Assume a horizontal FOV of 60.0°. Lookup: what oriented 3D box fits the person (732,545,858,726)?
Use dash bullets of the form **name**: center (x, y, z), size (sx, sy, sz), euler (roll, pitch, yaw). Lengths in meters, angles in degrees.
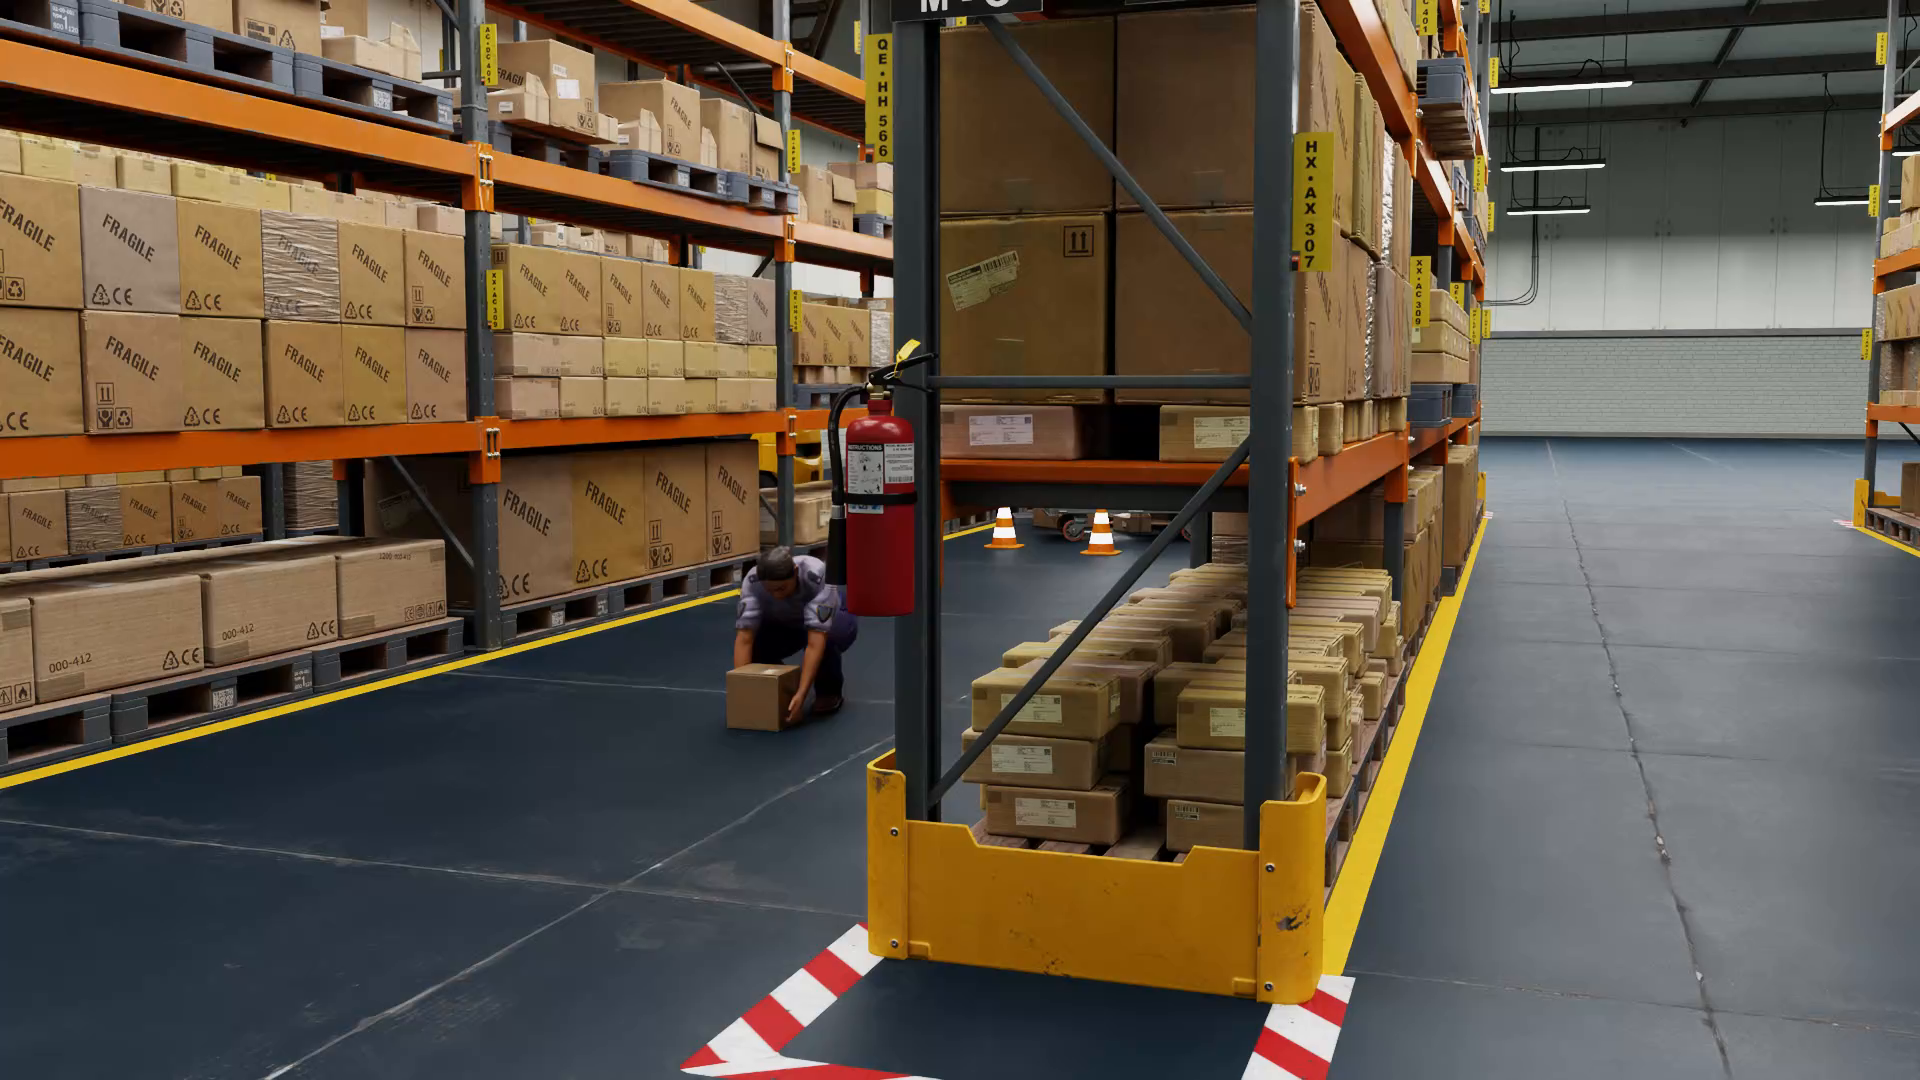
- **person**: center (-0.764, 0.399, 7.669), size (0.516, 0.804, 0.822), euler (2, 6, 19)
